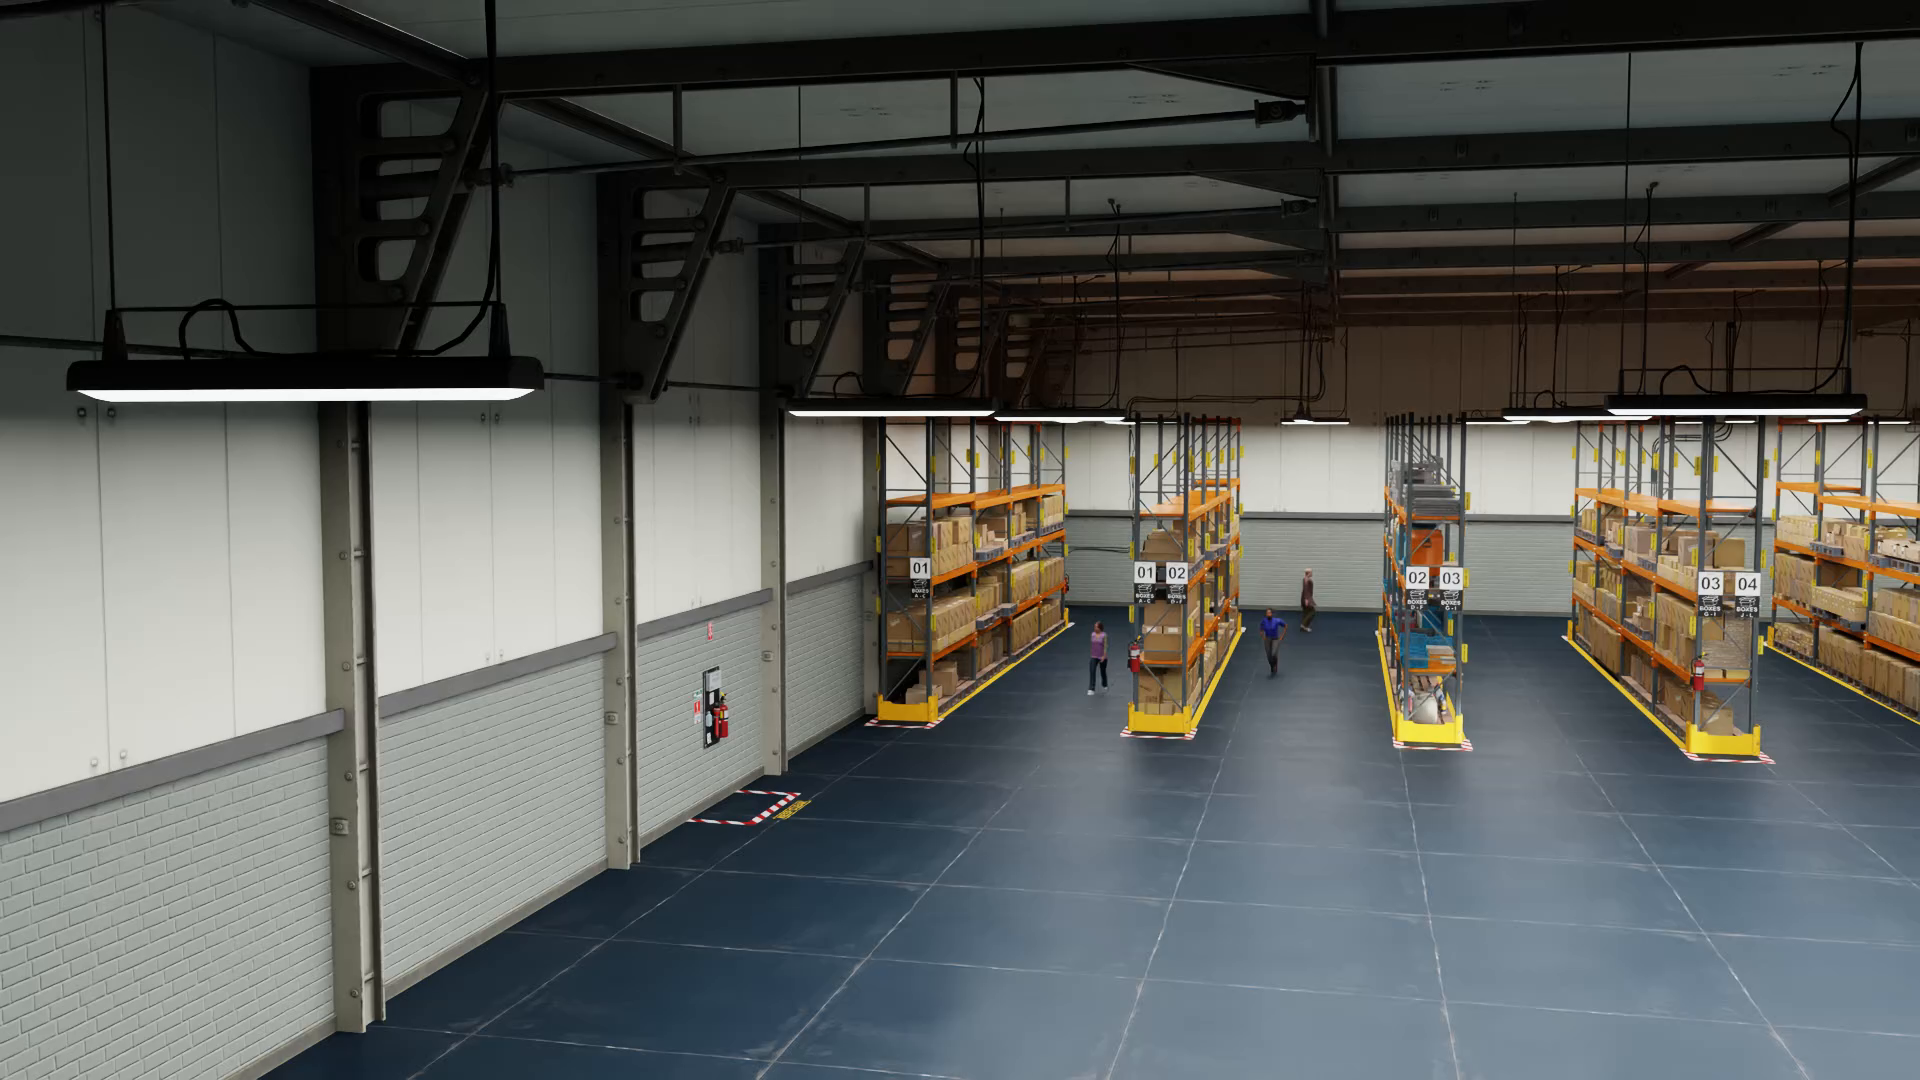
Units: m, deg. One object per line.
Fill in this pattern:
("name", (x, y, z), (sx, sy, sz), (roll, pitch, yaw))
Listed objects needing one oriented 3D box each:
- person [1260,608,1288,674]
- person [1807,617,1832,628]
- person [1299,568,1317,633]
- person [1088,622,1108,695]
("person", (7.252, 2.342, 38.438), (0.627, 1.570, 0.732), (2, 4, 23))
("person", (23.808, 1.763, 46.208), (0.934, 1.642, 0.481), (0, 4, 6))
("person", (9.767, 1.682, 46.653), (0.466, 1.792, 0.631), (0, 4, 6))
("person", (2.954, 2.520, 35.556), (0.431, 1.545, 0.916), (2, 4, 22))
